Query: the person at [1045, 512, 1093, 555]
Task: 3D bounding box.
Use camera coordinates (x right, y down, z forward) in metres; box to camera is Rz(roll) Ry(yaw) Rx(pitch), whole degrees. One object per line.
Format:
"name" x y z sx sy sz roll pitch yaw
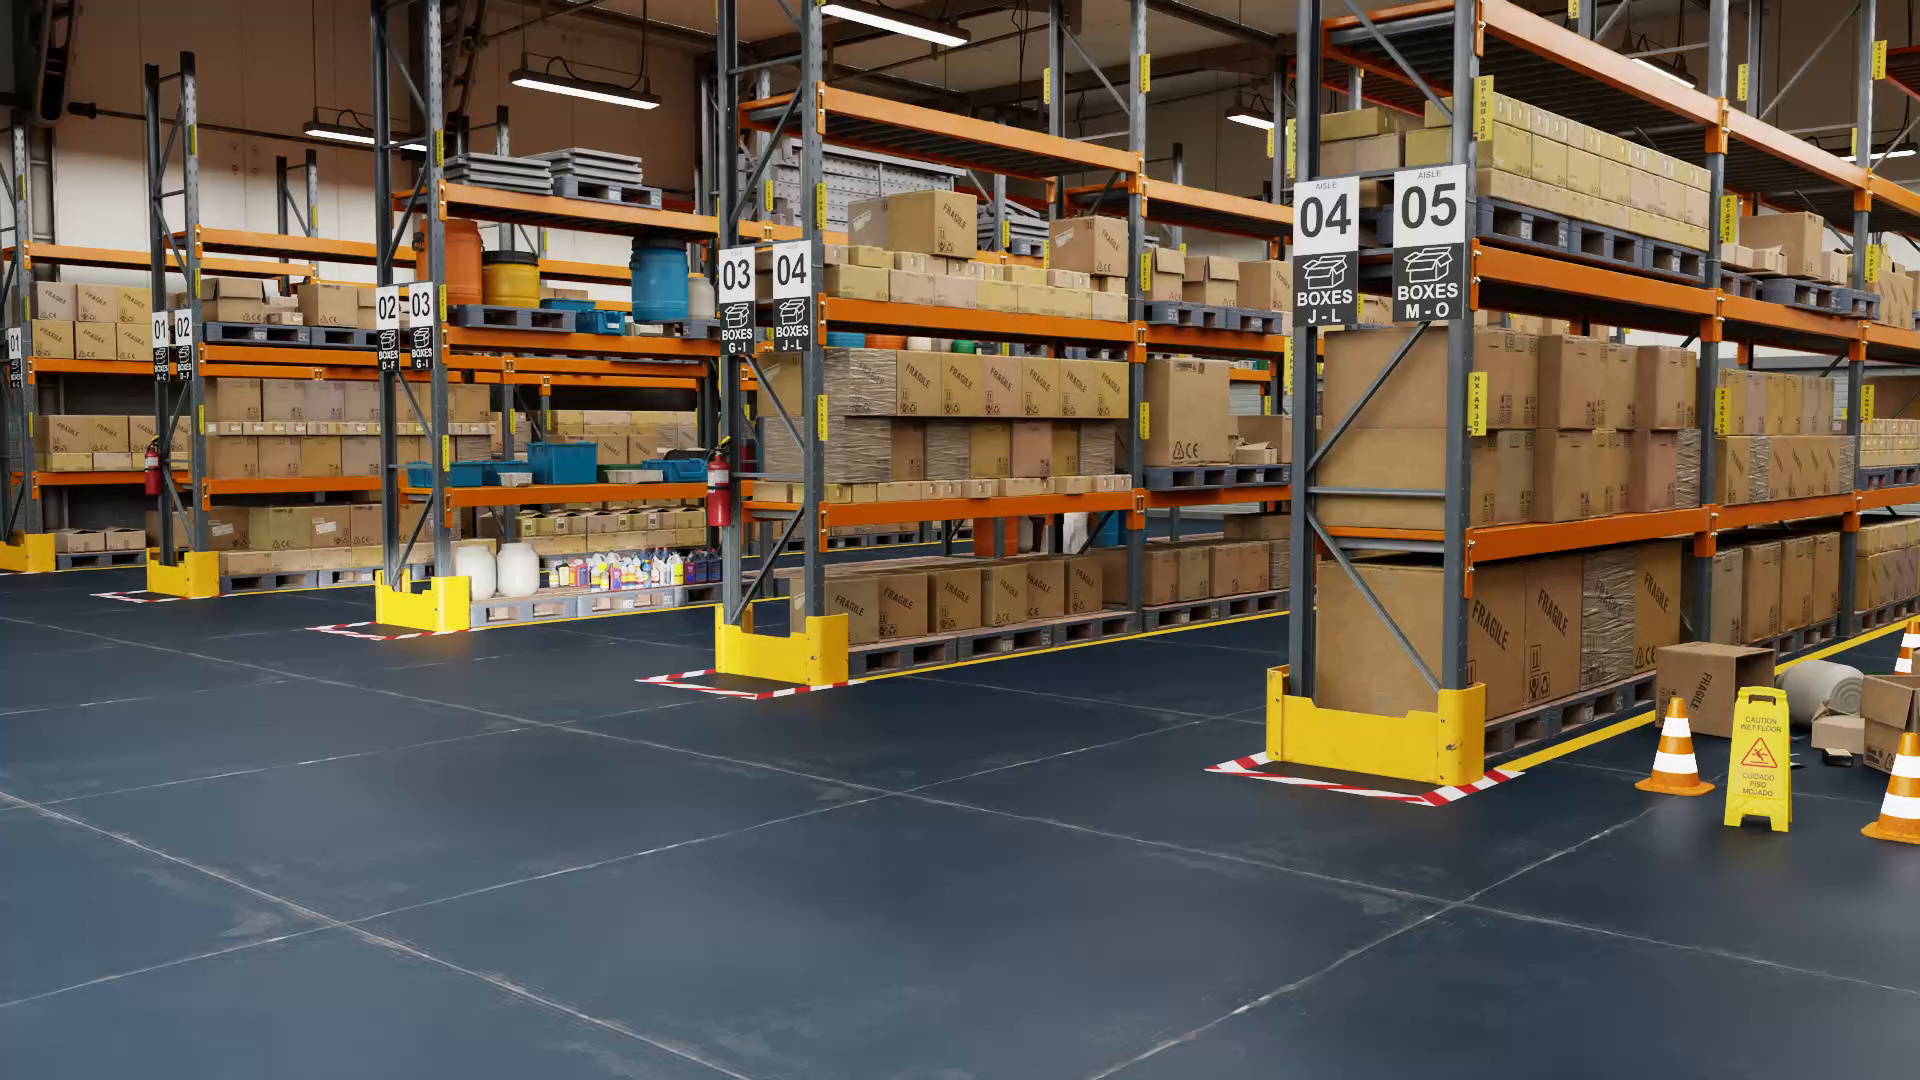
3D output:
"person" 1.128 -0.120 17.267 0.513 1.672 0.426 3 5 40
